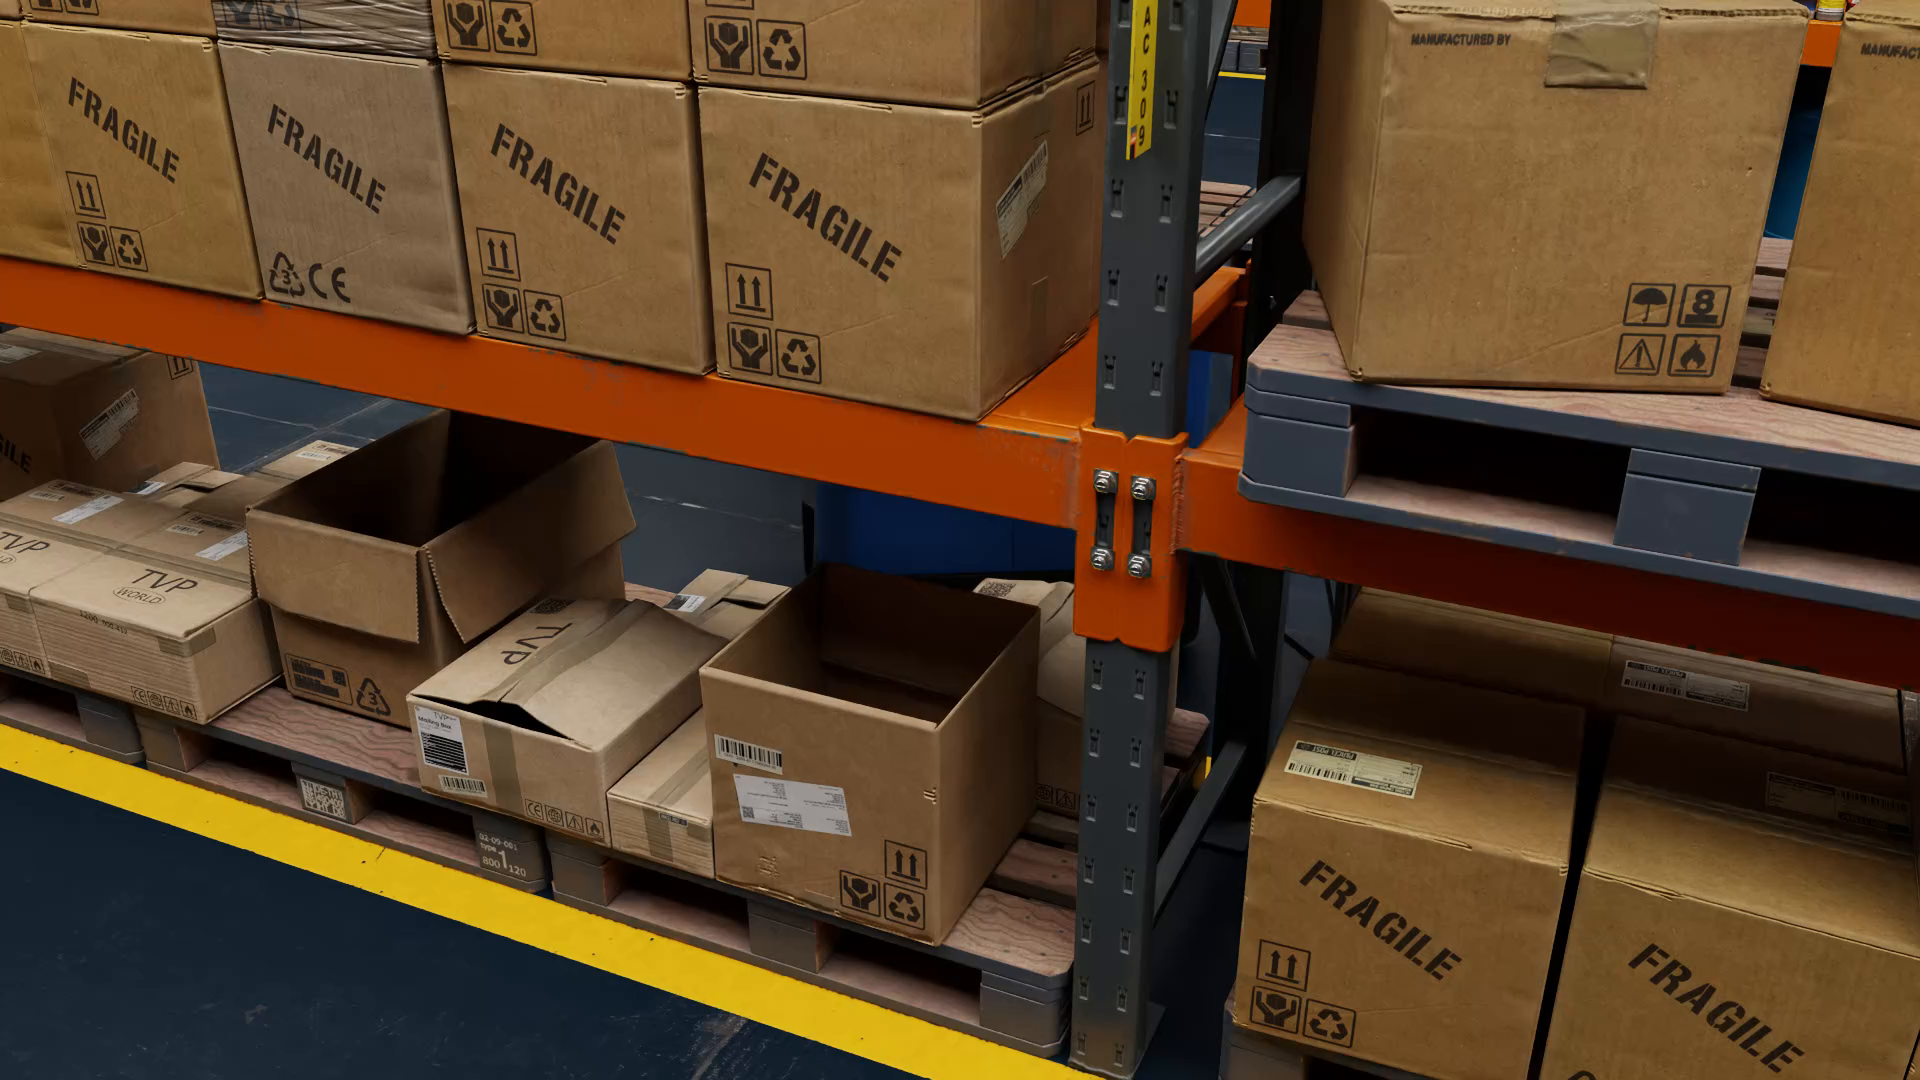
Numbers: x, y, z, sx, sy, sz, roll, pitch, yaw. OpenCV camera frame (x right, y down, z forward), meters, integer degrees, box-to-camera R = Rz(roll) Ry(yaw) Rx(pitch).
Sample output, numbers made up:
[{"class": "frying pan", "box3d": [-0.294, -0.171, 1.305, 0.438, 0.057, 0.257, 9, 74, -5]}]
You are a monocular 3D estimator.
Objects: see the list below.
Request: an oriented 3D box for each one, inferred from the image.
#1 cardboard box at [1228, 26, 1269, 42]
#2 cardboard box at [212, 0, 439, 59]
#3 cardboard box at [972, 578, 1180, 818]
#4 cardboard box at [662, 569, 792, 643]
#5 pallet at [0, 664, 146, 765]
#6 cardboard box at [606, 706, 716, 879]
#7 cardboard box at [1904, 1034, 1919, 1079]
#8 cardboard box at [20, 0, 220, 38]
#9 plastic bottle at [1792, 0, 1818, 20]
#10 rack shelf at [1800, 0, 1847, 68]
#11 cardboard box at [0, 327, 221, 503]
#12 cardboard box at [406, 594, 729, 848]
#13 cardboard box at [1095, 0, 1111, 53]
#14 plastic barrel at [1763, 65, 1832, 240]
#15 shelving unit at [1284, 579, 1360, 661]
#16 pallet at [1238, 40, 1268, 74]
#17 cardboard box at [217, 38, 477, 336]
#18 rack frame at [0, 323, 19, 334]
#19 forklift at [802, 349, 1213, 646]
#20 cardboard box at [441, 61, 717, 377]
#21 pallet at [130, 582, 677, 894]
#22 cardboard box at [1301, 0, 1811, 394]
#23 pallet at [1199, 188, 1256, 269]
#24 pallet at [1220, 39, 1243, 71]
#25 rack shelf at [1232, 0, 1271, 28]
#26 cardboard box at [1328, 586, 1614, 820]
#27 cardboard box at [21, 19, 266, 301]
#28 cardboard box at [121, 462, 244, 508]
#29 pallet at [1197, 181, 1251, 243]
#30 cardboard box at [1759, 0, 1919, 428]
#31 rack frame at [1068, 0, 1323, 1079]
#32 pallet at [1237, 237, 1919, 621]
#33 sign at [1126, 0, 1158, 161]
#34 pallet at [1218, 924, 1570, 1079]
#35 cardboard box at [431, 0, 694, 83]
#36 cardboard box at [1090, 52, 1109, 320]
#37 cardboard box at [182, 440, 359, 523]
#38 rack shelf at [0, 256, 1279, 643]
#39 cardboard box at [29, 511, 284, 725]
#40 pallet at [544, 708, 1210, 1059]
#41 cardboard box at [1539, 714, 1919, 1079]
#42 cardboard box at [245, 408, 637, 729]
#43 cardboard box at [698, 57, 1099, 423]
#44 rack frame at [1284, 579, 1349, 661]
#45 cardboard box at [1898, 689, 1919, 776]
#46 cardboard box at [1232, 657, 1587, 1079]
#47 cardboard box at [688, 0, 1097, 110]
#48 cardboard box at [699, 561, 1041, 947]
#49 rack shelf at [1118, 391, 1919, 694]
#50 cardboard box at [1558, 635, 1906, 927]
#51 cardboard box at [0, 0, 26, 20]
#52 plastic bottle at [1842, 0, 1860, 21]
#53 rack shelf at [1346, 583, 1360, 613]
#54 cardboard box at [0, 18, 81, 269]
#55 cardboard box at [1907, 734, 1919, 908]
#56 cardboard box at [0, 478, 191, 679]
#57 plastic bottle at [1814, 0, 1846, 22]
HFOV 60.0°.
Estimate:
[{"class": "cardboard box", "box3d": [2.378, -4.221, 12.358, 0.875, 0.875, 0.875, 11, 28, 22]}, {"class": "cardboard box", "box3d": [-1.022, -1.190, 3.026, 0.500, 0.500, 0.500, 12, 28, 22]}, {"class": "cardboard box", "box3d": [0.179, 0.322, 3.747, 0.500, 0.311, 0.500, 11, 28, 22]}, {"class": "cardboard box", "box3d": [-0.613, 0.232, 4.092, 0.250, 0.166, 0.380, 11, 28, 22]}, {"class": "pallet", "box3d": [-2.375, 0.156, 4.695, 1.213, 0.211, 1.003, 11, 28, 22]}, {"class": "cardboard box", "box3d": [-0.531, 0.524, 3.520, 0.250, 0.149, 0.380, 11, 28, 22]}, {"class": "cardboard box", "box3d": [1.753, 0.774, 2.613, 0.500, 0.500, 0.500, 12, 29, 22]}, {"class": "cardboard box", "box3d": [-1.480, -1.283, 3.214, 0.500, 0.500, 0.500, 11, 28, 21]}, {"class": "plastic bottle", "box3d": [3.216, -2.120, 6.305, 0.097, 0.271, 0.097, 0, 26, 0]}, {"class": "rack shelf", "box3d": [4.346, -1.826, 6.377, 4.000, 0.370, 1.077, 11, 28, 22]}, {"class": "cardboard box", "box3d": [-2.573, -0.330, 4.857, 0.500, 0.500, 0.500, 11, 28, 22]}, {"class": "cardboard box", "box3d": [-0.847, 0.358, 3.672, 0.500, 0.311, 0.500, 11, 28, 22]}, {"class": "cardboard box", "box3d": [0.159, -1.216, 3.079, 0.500, 0.500, 0.500, 12, 29, 23]}, {"class": "plastic barrel", "box3d": [3.658, -1.526, 6.853, 0.708, 0.901, 0.600, 11, 28, 22]}, {"class": "shelving unit", "box3d": [1.095, -0.587, 4.064, 0.503, 2.100, 0.431, -11, 28, -22]}, {"class": "pallet", "box3d": [2.801, -3.648, 12.420, 1.213, 0.211, 1.003, 11, 28, 22]}, {"class": "cardboard box", "box3d": [-1.028, -0.743, 3.251, 0.500, 0.500, 0.500, 12, 29, 23]}, {"class": "rack frame", "box3d": [-3.170, -1.255, 4.403, 0.127, 3.000, 1.000, 11, 28, 22]}, {"class": "forklift", "box3d": [0.046, -1.613, 5.208, 1.130, 2.935, 3.031, -2, 26, -3]}, {"class": "cardboard box", "box3d": [-0.560, -0.650, 3.062, 0.500, 0.500, 0.500, 12, 29, 23]}, {"class": "pallet", "box3d": [-1.268, 0.379, 4.241, 1.213, 0.211, 1.003, 11, 28, 22]}, {"class": "cardboard box", "box3d": [0.810, -0.580, 2.444, 0.500, 0.500, 0.700, 2, 26, 4]}, {"class": "pallet", "box3d": [1.840, -1.382, 7.819, 1.213, 0.211, 1.003, 11, 28, 22]}, {"class": "pallet", "box3d": [1.694, -3.872, 12.875, 1.213, 0.211, 1.003, 11, 28, 22]}, {"class": "rack shelf", "box3d": [0.705, -2.557, 7.863, 4.000, 0.370, 1.077, 11, 28, 22]}, {"class": "cardboard box", "box3d": [1.039, 0.376, 3.423, 0.500, 0.500, 0.500, 11, 28, 22]}, {"class": "cardboard box", "box3d": [-1.493, -0.835, 3.438, 0.500, 0.500, 0.500, 12, 29, 22]}, {"class": "cardboard box", "box3d": [-2.242, -0.070, 4.707, 0.250, 0.166, 0.380, 11, 28, 22]}, {"class": "pallet", "box3d": [0.725, -1.605, 8.270, 1.213, 0.211, 1.003, 11, 28, 22]}, {"class": "cardboard box", "box3d": [1.462, -0.480, 2.240, 0.500, 0.500, 0.700, 16, 31, 30]}, {"class": "rack frame", "box3d": [0.471, -0.523, 2.917, 0.127, 3.000, 1.000, 11, 28, 22]}, {"class": "pallet", "box3d": [1.154, -0.247, 2.574, 1.213, 0.211, 1.003, 11, 28, 22]}, {"class": "sign", "box3d": [0.254, -0.692, 2.280, 0.005, 0.325, 0.100, 11, 28, 22]}, {"class": "pallet", "box3d": [1.227, 0.861, 3.262, 1.213, 0.211, 1.003, 11, 28, 22]}, {"class": "cardboard box", "box3d": [-0.564, -1.098, 2.839, 0.500, 0.500, 0.500, 11, 28, 21]}, {"class": "cardboard box", "box3d": [0.120, -0.771, 3.307, 0.500, 0.500, 0.500, 12, 29, 23]}, {"class": "cardboard box", "box3d": [-1.721, -0.032, 4.535, 0.500, 0.250, 0.500, 11, 28, 22]}, {"class": "rack shelf", "box3d": [-1.349, -0.566, 3.819, 4.000, 0.370, 1.077, 11, 28, 22]}, {"class": "cardboard box", "box3d": [-1.882, 0.178, 4.108, 0.500, 0.250, 0.500, 11, 28, 22]}, {"class": "pallet", "box3d": [-0.153, 0.602, 3.789, 1.213, 0.211, 1.003, 11, 28, 22]}, {"class": "cardboard box", "box3d": [1.301, 0.680, 2.805, 0.500, 0.500, 0.500, 12, 29, 23]}, {"class": "cardboard box", "box3d": [-1.241, 0.058, 4.065, 0.637, 0.503, 0.797, 11, 28, 22]}, {"class": "cardboard box", "box3d": [-0.090, -0.557, 2.871, 0.500, 0.500, 0.500, 12, 29, 23]}, {"class": "rack frame", "box3d": [0.872, -0.542, 3.974, 0.015, 2.100, 0.400, -11, 28, -22]}, {"class": "cardboard box", "box3d": [1.942, 0.561, 3.046, 0.500, 0.500, 0.500, 12, 29, 22]}, {"class": "cardboard box", "box3d": [0.811, 0.587, 2.994, 0.500, 0.500, 0.500, 10, 28, 19]}, {"class": "cardboard box", "box3d": [-0.096, -1.005, 2.651, 0.500, 0.500, 0.500, 12, 28, 22]}, {"class": "cardboard box", "box3d": [-0.165, 0.411, 3.352, 0.500, 0.500, 0.500, 11, 28, 22]}, {"class": "rack shelf", "box3d": [2.292, 0.165, 2.333, 4.000, 0.370, 1.077, 11, 28, 22]}, {"class": "cardboard box", "box3d": [1.486, 0.469, 3.233, 0.500, 0.500, 0.500, 11, 28, 22]}, {"class": "cardboard box", "box3d": [-1.943, -1.375, 3.402, 0.500, 0.500, 0.500, 12, 29, 23]}, {"class": "plastic bottle", "box3d": [3.393, -2.053, 6.248, 0.097, 0.201, 0.097, 0, 26, 0]}, {"class": "rack shelf", "box3d": [1.095, 0.054, 4.379, 0.480, 0.518, 0.431, -11, 28, -22]}, {"class": "cardboard box", "box3d": [-1.948, -0.927, 3.625, 0.500, 0.500, 0.500, 11, 28, 22]}, {"class": "cardboard box", "box3d": [1.721, 0.433, 2.457, 0.500, 0.250, 0.500, 11, 28, 22]}, {"class": "cardboard box", "box3d": [-2.337, 0.086, 4.294, 0.500, 0.250, 0.500, 11, 28, 22]}, {"class": "plastic bottle", "box3d": [3.305, -2.071, 6.285, 0.097, 0.201, 0.097, 0, 26, 0]}]
